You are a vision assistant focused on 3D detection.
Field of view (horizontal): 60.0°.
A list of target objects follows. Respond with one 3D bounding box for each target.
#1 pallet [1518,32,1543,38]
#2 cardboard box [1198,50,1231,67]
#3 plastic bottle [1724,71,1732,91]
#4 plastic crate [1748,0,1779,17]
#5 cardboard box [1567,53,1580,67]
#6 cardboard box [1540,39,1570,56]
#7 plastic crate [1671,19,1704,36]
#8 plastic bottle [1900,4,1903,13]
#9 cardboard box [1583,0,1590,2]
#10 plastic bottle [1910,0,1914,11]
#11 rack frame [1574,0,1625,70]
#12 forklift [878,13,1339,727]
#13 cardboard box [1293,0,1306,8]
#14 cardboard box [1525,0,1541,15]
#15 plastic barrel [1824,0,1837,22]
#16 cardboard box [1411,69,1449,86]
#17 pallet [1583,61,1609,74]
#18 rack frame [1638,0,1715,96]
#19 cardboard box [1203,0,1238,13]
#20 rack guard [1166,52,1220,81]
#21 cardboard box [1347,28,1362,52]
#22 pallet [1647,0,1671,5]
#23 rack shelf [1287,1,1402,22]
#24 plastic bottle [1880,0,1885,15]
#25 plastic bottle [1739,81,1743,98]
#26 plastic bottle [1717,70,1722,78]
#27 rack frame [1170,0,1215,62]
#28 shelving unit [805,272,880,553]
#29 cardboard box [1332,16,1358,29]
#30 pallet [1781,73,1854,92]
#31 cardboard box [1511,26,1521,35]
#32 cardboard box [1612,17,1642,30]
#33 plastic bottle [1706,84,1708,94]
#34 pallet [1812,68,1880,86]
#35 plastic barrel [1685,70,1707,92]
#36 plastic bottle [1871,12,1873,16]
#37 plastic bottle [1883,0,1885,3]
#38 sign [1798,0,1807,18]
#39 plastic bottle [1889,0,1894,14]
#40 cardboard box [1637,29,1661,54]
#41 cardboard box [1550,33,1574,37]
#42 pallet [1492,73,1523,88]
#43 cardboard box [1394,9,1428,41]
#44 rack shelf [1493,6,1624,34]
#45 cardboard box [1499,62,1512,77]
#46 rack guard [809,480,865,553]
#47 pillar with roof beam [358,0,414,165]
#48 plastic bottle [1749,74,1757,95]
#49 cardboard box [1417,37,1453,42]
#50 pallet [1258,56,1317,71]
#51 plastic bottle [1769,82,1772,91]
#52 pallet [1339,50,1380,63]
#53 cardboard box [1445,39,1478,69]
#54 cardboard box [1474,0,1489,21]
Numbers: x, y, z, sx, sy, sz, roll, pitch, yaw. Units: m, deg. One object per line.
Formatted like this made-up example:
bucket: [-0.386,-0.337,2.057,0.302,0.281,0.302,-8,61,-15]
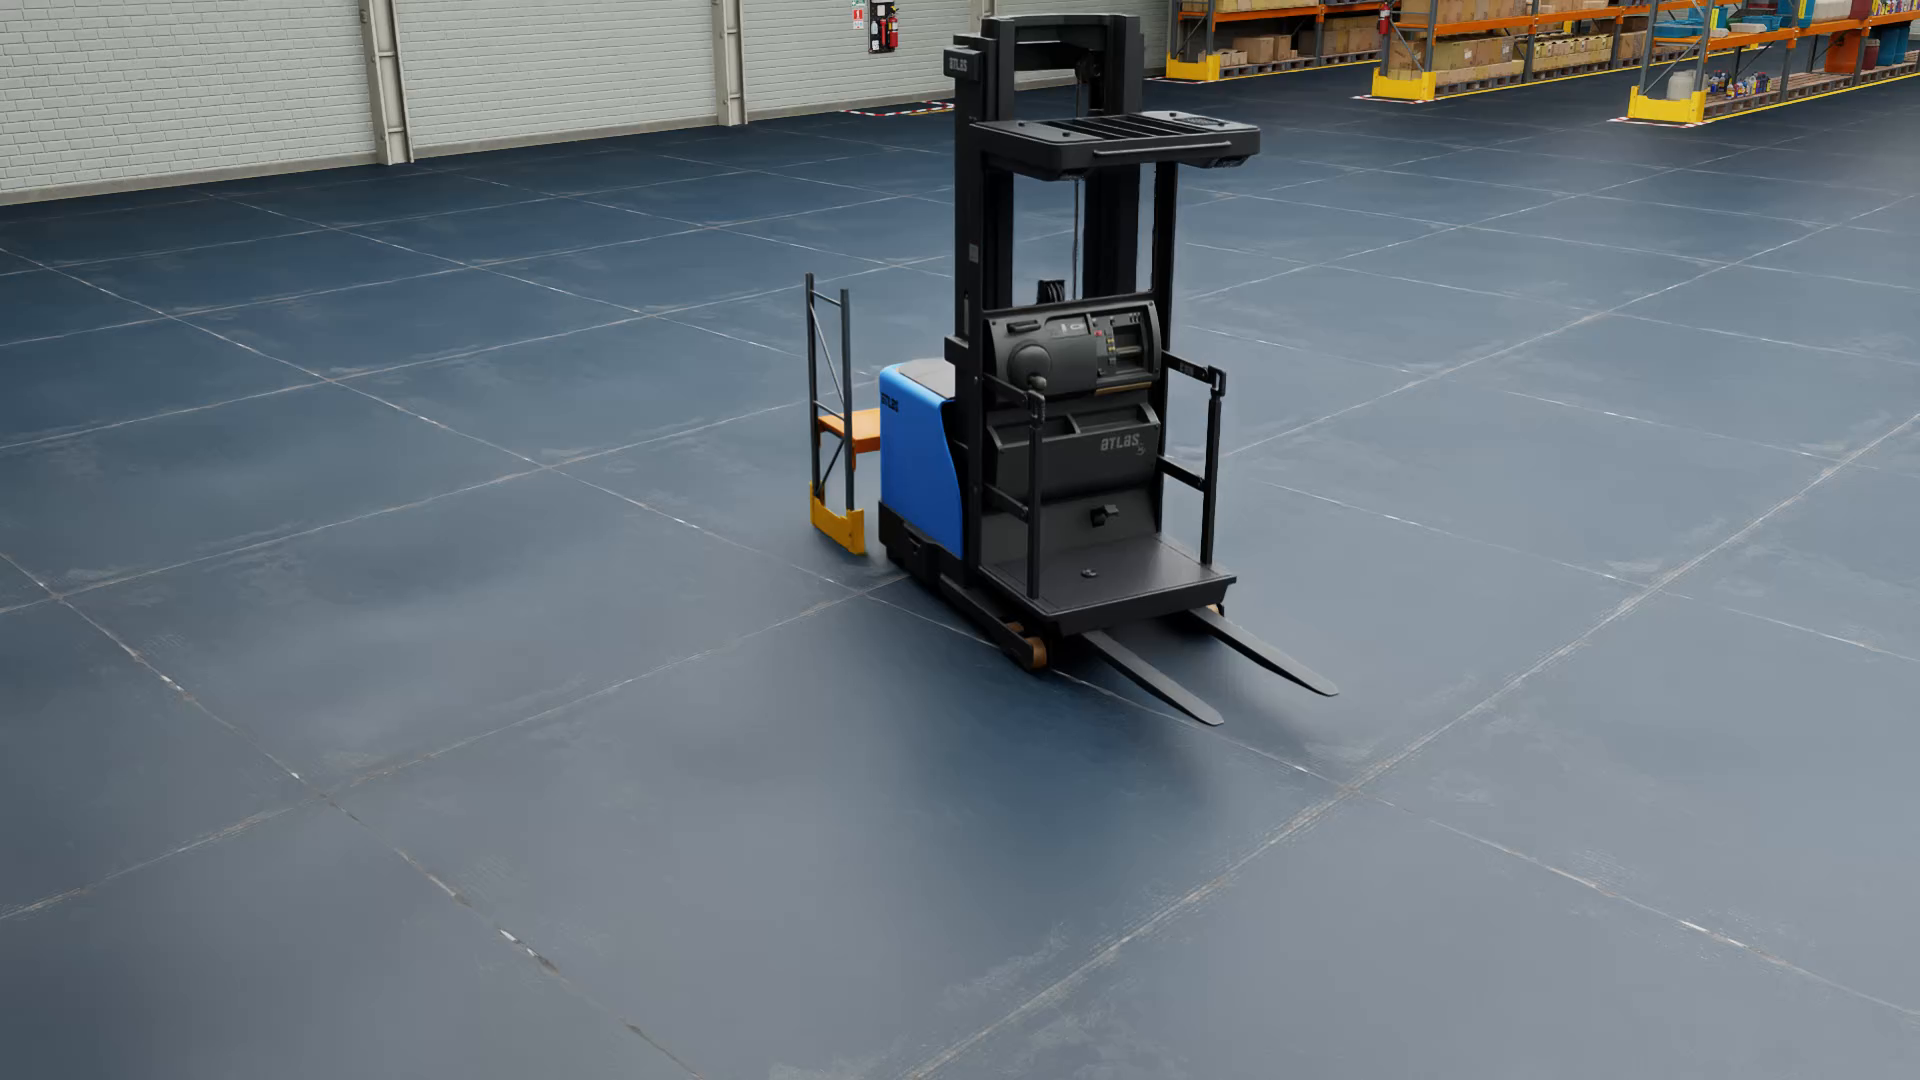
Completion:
pallet: [14.564,-13.216,43.664,1.003,0.211,1.213,19,28,41]
cardboard box: [5.302,-10.047,34.669,0.500,0.311,0.500,15,26,35]
plastic bottle: [13.886,-8.320,30.118,0.144,0.351,0.185,19,28,41]
plastic crate: [14.762,-9.721,30.597,0.402,0.464,0.583,19,28,41]
cardboard box: [12.628,-10.081,34.868,0.500,0.250,0.500,-20,28,-41]
cardboard box: [12.277,-10.210,34.423,0.500,0.311,0.500,18,27,39]
plastic crate: [12.445,-8.762,28.397,0.499,0.251,0.408,19,28,41]
plastic bottle: [19.257,-10.918,34.075,0.097,0.201,0.097,0,21,0]
cardboard box: [13.125,-11.536,35.532,0.500,0.311,0.500,19,28,40]
plastic bottle: [19.689,-11.158,34.493,0.144,0.351,0.185,19,28,41]
rack frame: [13.887,-11.759,35.988,1.000,3.000,0.127,19,28,41]
forklift: [0.663,-0.923,7.892,1.130,2.935,3.031,-10,23,-25]
cardboard box: [7.078,-11.586,35.718,0.500,0.250,0.500,19,28,41]
cardboard box: [11.409,-10.799,33.698,0.500,0.250,0.500,-18,27,-39]
plastic barrel: [16.282,-10.045,31.338,0.433,0.535,0.433,0,21,0]
cardboard box: [8.840,-8.698,31.270,0.500,0.250,0.500,19,28,41]
pallet: [13.285,-10.256,35.963,1.003,0.211,1.213,19,28,41]
rack frame: [11.853,-8.462,27.410,1.000,3.000,0.127,19,28,41]
cardboard box: [5.323,-10.927,34.004,0.500,0.250,0.500,18,28,39]
rack guard: [4.808,-9.795,34.360,1.175,0.500,0.348,19,28,41]
cardboard box: [8.756,-11.468,38.102,0.700,0.500,0.500,20,28,41]
pallet: [15.241,-12.171,37.326,1.003,0.211,1.213,19,28,41]
rack shelf: [8.940,-12.148,38.003,1.077,0.370,4.000,19,28,41]
plastic bottle: [18.416,-10.636,33.229,0.061,0.283,0.133,19,28,41]
plastic bottle: [13.650,-7.896,29.126,0.097,0.271,0.097,0,21,0]
plastic bottle: [13.783,-8.356,30.212,0.185,0.351,0.144,-19,28,-41]
rack frame: [4.755,-10.942,33.861,1.000,3.000,0.127,19,28,41]
shelving unit: [-0.277,-0.810,9.591,1.083,1.500,0.587,-11,24,-27]
cardboard box: [8.712,-11.801,37.921,0.500,0.250,0.500,18,28,39]
pallet: [16.866,-9.028,32.768,1.003,0.211,1.213,19,28,41]
cardboard box: [14.074,-13.351,43.027,0.700,0.500,0.500,19,28,40]
cardboard box: [15.119,-11.727,37.729,0.500,0.250,0.500,19,28,40]
plastic bottle: [13.215,-8.010,29.522,0.097,0.201,0.097,0,21,0]
pallet: [17.954,-9.430,33.815,1.003,0.211,1.213,19,28,41]
plastic barrel: [12.607,-7.814,28.606,0.421,0.512,0.421,0,21,0]
plastic bottle: [17.967,-10.491,32.861,0.152,0.276,0.135,19,28,41]
plastic bottle: [18.846,-10.926,33.889,0.144,0.351,0.185,19,28,41]
sign: [15.030,-9.479,29.670,0.100,0.325,0.005,19,28,41]
plastic bottle: [18.806,-10.780,33.603,0.061,0.283,0.133,19,28,41]
cardboard box: [15.485,-11.243,37.514,0.500,0.500,0.500,18,27,39]
cardboard box: [12.951,-10.735,35.790,0.500,0.311,0.500,18,28,39]
pallet: [10.512,-9.236,33.309,1.003,0.211,1.213,19,28,41]
cardboard box: [10.943,-12.347,39.928,0.750,0.750,0.750,19,28,40]
rack shelf: [12.492,-10.909,34.780,1.077,0.370,4.000,19,28,41]
cardboard box: [10.574,-9.344,32.951,0.500,0.250,0.500,19,28,41]
rack guard: [-0.711,-0.139,9.587,0.087,0.250,0.587,-11,24,-27]
pillar with roof beam: [-4.849,-8.434,18.975,9.100,9.000,0.400,19,28,41]
plastic bottle: [14.041,-8.089,29.519,0.144,0.351,0.185,19,28,40]
cardboard box: [9.155,-9.439,32.152,0.500,0.500,0.500,19,28,41]
pallet: [7.102,-10.487,36.564,1.003,0.211,1.213,19,28,41]
plastic bottle: [14.614,-8.218,30.063,0.097,0.201,0.097,0,21,0]
pallet: [8.938,-11.184,38.378,1.003,0.211,1.213,19,28,41]
cardboard box: [9.527,-9.308,31.814,0.500,0.500,0.500,19,28,41]
cardboard box: [9.719,-10.265,31.961,0.500,0.500,0.700,-19,28,-40]
